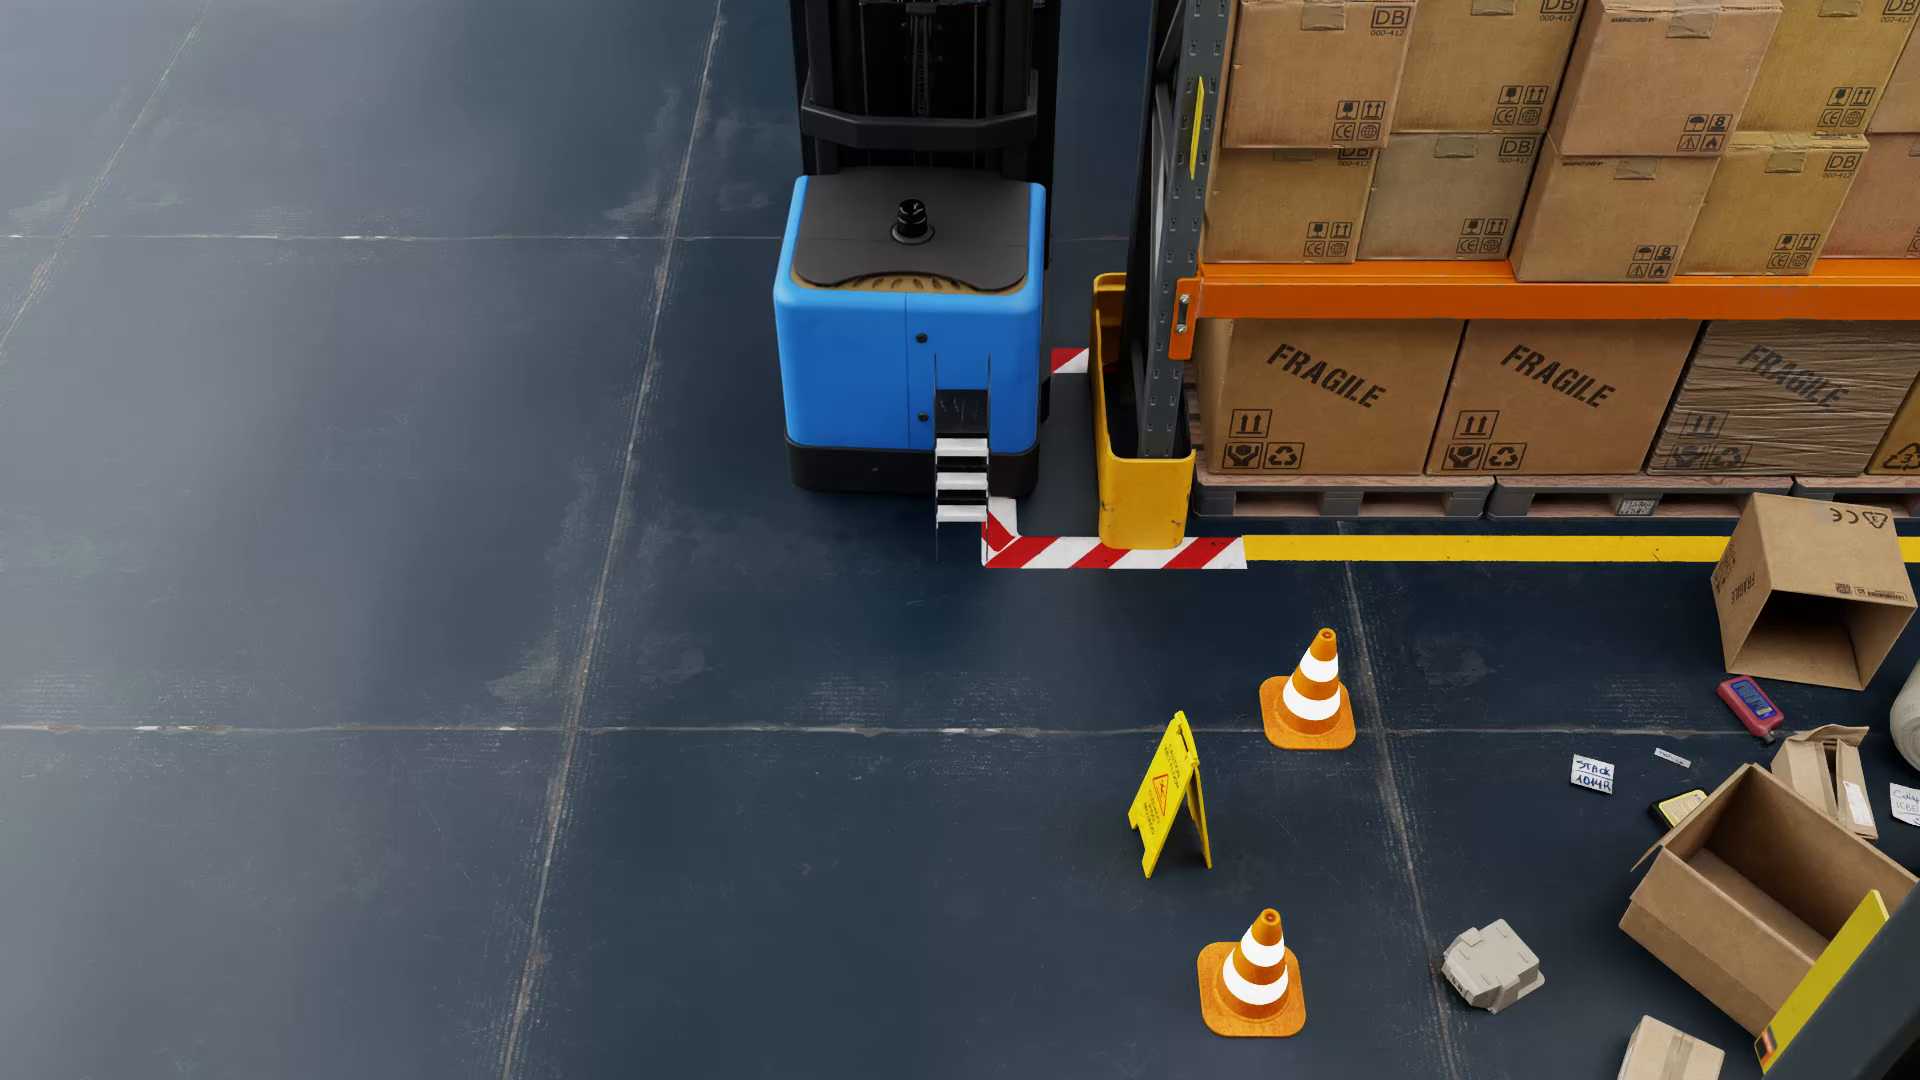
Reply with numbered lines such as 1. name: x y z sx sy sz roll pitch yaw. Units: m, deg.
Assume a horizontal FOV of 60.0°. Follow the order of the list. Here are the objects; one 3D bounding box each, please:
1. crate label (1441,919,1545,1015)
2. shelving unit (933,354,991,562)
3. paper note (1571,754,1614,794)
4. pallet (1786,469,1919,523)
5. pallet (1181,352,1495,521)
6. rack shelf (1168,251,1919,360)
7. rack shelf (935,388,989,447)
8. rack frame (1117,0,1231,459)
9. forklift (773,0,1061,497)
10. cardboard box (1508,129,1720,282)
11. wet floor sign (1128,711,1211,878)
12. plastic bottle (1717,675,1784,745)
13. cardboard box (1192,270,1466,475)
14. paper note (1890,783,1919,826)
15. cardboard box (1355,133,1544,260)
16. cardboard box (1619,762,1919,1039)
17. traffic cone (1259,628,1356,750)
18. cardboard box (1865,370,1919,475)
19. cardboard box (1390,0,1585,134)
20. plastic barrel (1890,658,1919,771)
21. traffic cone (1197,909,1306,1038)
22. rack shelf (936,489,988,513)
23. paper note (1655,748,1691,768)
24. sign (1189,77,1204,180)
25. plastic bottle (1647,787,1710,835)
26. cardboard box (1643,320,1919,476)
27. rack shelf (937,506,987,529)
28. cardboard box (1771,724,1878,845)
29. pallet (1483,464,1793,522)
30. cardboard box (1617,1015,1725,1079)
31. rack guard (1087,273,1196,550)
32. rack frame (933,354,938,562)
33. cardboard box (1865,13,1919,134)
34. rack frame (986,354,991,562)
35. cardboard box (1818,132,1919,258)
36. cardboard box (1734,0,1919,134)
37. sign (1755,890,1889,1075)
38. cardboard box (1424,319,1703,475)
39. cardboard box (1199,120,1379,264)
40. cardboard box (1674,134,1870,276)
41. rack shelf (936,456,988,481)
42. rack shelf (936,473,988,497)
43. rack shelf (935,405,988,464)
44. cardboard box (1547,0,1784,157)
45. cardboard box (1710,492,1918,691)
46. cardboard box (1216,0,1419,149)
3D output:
1. crate label: 1.740 1.387 5.446 0.298 0.136 0.250 -23 51 -20
2. shelving unit: 0.008 -0.307 6.501 0.210 0.900 0.258 0 47 0
3. paper note: 2.292 0.847 6.023 0.142 0.017 0.144 15 49 14
4. pallet: 4.012 -0.511 7.162 1.213 0.211 1.003 0 47 0
5. pallet: 1.572 -0.517 7.168 1.213 0.211 1.003 0 47 0
6. rack shelf: 2.772 -1.162 6.354 4.000 0.370 1.077 0 47 0
7. rack shelf: 0.008 -0.468 6.328 0.200 0.077 0.258 0 47 0
8. rack frame: 0.772 -1.412 6.096 0.127 3.000 1.000 0 47 0
9. forklift: -0.124 -2.251 6.923 1.130 2.935 3.031 2 47 2
10. cardboard box: 2.253 -1.417 5.998 0.550 0.550 0.875 0 47 0
11. wet floor sign: 0.736 0.839 5.609 0.232 0.644 0.267 -7 47 -7
12. plastic bottle: 2.966 0.636 6.197 0.133 0.061 0.283 -15 49 -13
13. cardboard box: 1.450 -0.878 6.764 0.875 0.875 0.875 0 47 0
14. paper note: 3.407 0.948 5.932 0.155 0.023 0.172 15 49 14
15. cardboard box: 1.693 -1.510 6.085 0.550 0.550 0.875 0 47 0
16. cardboard box: 2.621 1.213 5.358 0.637 0.503 0.797 -31 54 -26
17. traffic cone: 1.298 0.493 6.056 0.334 0.463 0.336 0 47 0
18. cardboard box: 4.143 -0.874 6.759 0.875 0.875 0.875 1 47 1
19. cardboard box: 1.693 -1.868 5.680 0.550 0.550 0.875 0 47 0
20. plastic barrel: 3.632 0.596 5.987 0.421 0.421 0.512 32 55 26
21. traffic cone: 0.954 1.319 5.287 0.334 0.463 0.336 0 47 0
22. rack shelf: 0.008 -0.223 6.592 0.200 0.077 0.258 0 47 0
23. paper note: 2.607 0.797 6.082 0.123 0.001 0.032 23 51 20
24. sign: 0.764 -1.328 5.372 0.005 0.325 0.100 0 47 0
25. plastic bottle: 2.599 0.956 5.899 0.283 0.061 0.133 -15 49 -13
26. cardboard box: 3.242 -0.873 6.759 0.875 0.875 0.875 0 47 0
27. rack shelf: 0.008 -0.161 6.657 0.200 0.077 0.258 0 47 0
28. cardboard box: 3.046 0.873 5.836 0.258 0.266 0.396 8 48 7
29. pallet: 2.789 -0.512 7.163 1.213 0.211 1.003 0 47 0
30. cardboard box: 2.172 1.707 5.140 0.250 0.149 0.380 23 51 20
31. rack guard: 0.748 -0.561 7.011 0.348 0.500 1.175 0 47 0
32. rack frame: -0.094 -0.307 6.502 0.006 0.900 0.240 0 47 0
33. cardboard box: 3.313 -1.865 5.677 0.550 0.550 0.875 0 47 0
34. rack frame: 0.110 -0.306 6.501 0.006 0.900 0.240 0 47 0
35. cardboard box: 3.313 -1.517 6.092 0.550 0.550 0.875 0 47 0
36. cardboard box: 2.783 -1.861 5.673 0.500 0.550 0.875 0 47 0
37. sign: 0.877 0.481 1.679 0.005 0.325 0.100 0 47 0
38. cardboard box: 2.330 -0.877 6.763 0.875 0.875 0.875 -1 47 0
39. cardboard box: 1.143 -1.496 6.071 0.550 0.550 0.875 0 47 0
40. cardboard box: 2.783 -1.446 6.025 0.500 0.550 0.875 0 47 0
41. rack shelf: 0.008 -0.345 6.460 0.200 0.077 0.258 0 47 0
42. rack shelf: 0.008 -0.284 6.526 0.200 0.077 0.258 0 47 0
43. rack shelf: 0.008 -0.407 6.394 0.200 0.077 0.258 0 47 0
44. cardboard box: 2.253 -1.767 5.586 0.550 0.550 0.875 0 47 0
45. cardboard box: 3.216 0.196 6.305 0.500 0.500 0.500 8 48 7
46. cardboard box: 1.143 -1.802 5.619 0.550 0.550 0.875 0 47 0
